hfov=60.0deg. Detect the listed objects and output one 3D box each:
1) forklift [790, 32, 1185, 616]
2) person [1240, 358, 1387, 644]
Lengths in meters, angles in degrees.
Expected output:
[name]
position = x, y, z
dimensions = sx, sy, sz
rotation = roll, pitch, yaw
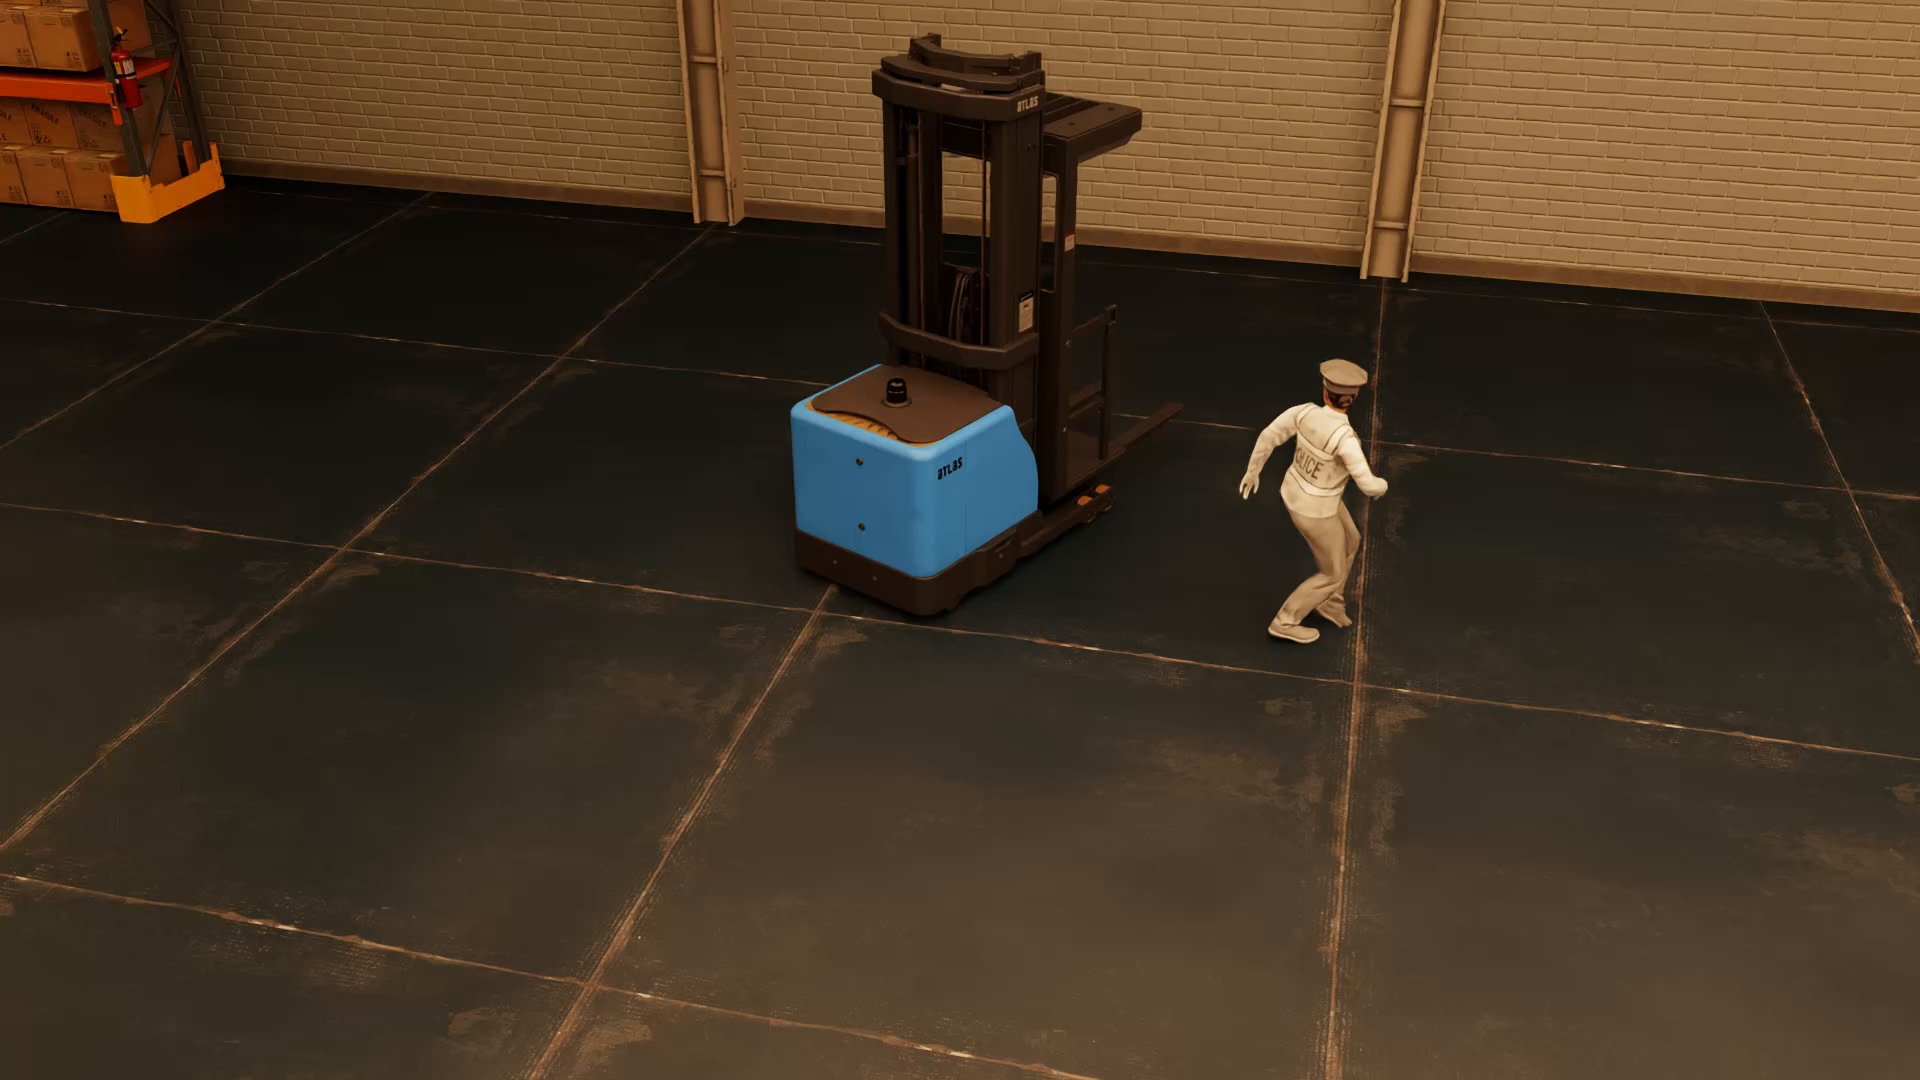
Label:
[forklift]
position = 0.336, -1.516, 9.846
dimensions = 1.130, 2.935, 3.031
rotation = 21, 36, 32
[person]
position = 1.906, -0.160, 8.862
dimensions = 0.734, 1.666, 0.577
rotation = -4, 30, -8
